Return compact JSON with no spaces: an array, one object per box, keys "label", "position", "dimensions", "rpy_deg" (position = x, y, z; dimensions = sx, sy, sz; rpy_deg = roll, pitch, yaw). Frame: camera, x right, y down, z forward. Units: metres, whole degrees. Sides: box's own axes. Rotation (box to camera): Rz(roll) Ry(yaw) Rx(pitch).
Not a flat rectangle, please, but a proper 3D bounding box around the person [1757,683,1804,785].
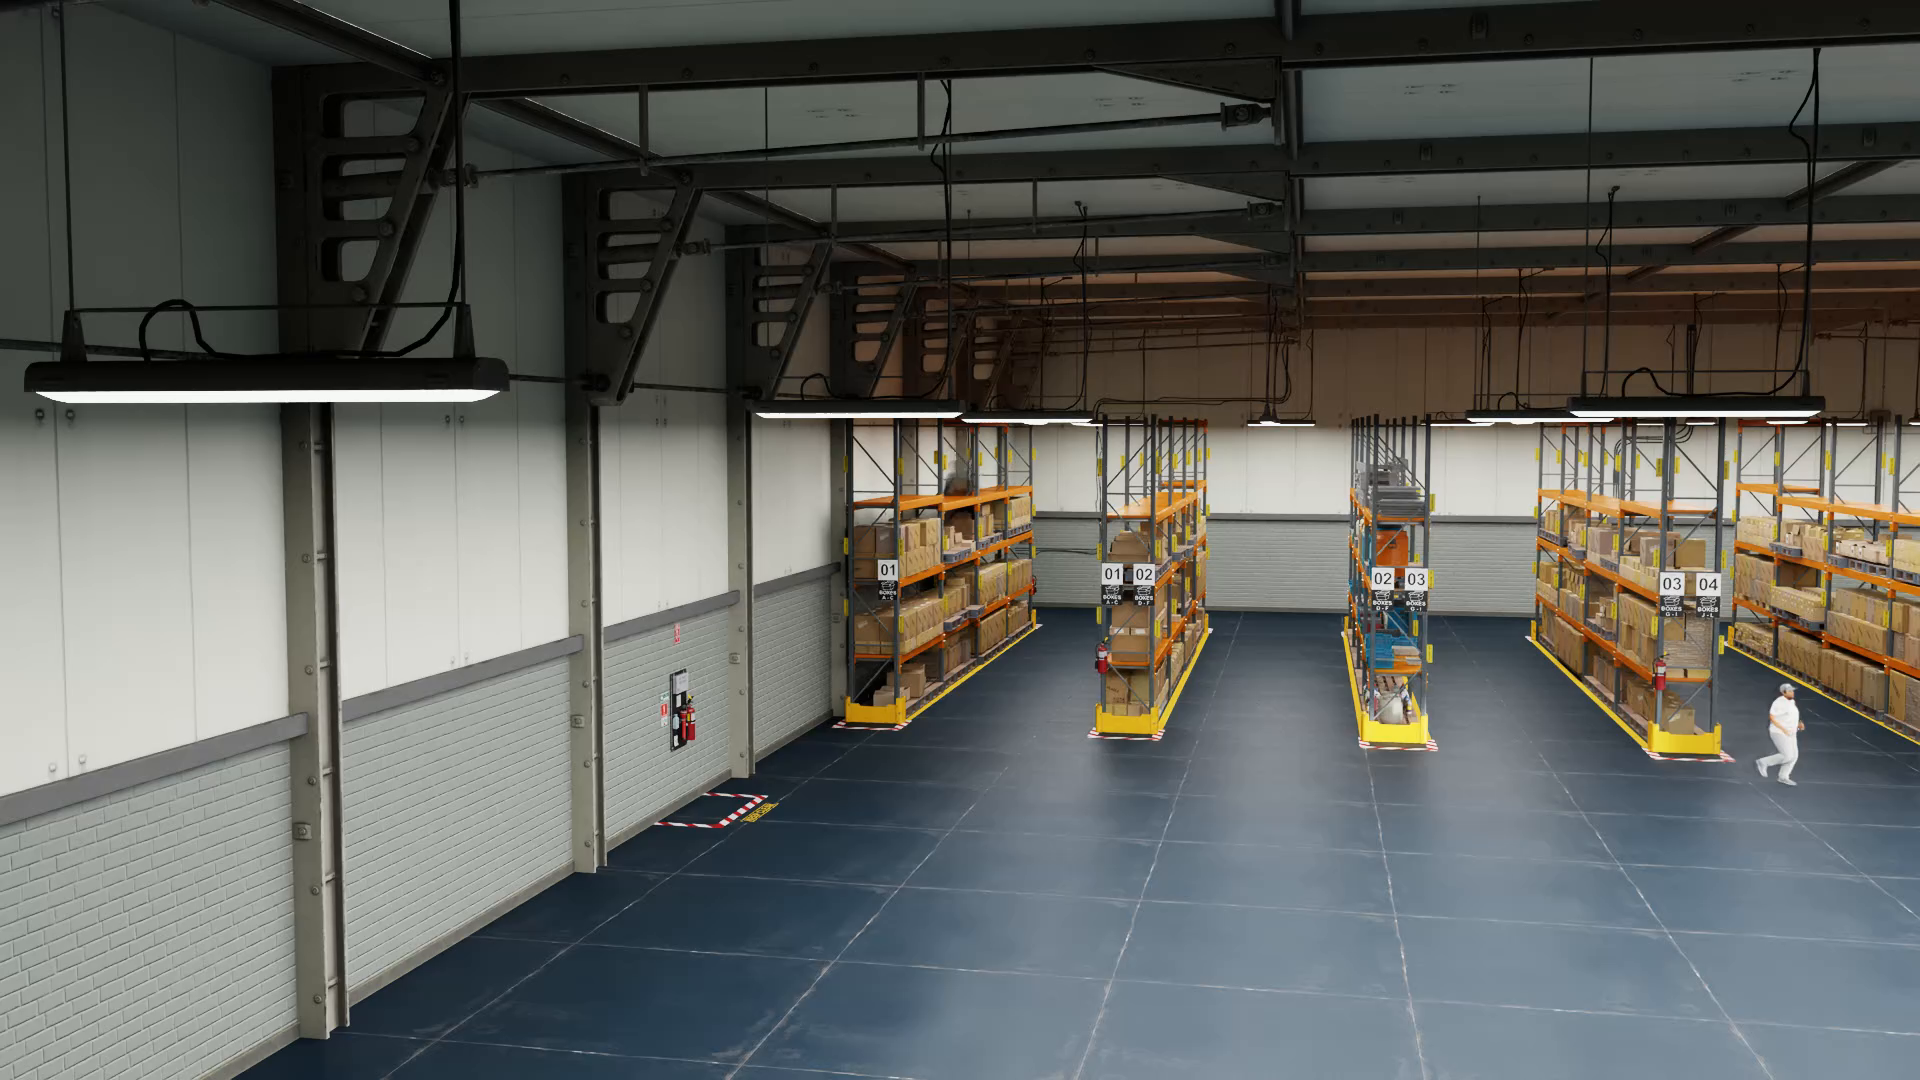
[{"label":"person","position":[13.307,3.127,26.927],"dimensions":[0.603,1.645,0.603],"rpy_deg":[-3,5,-41]}]
